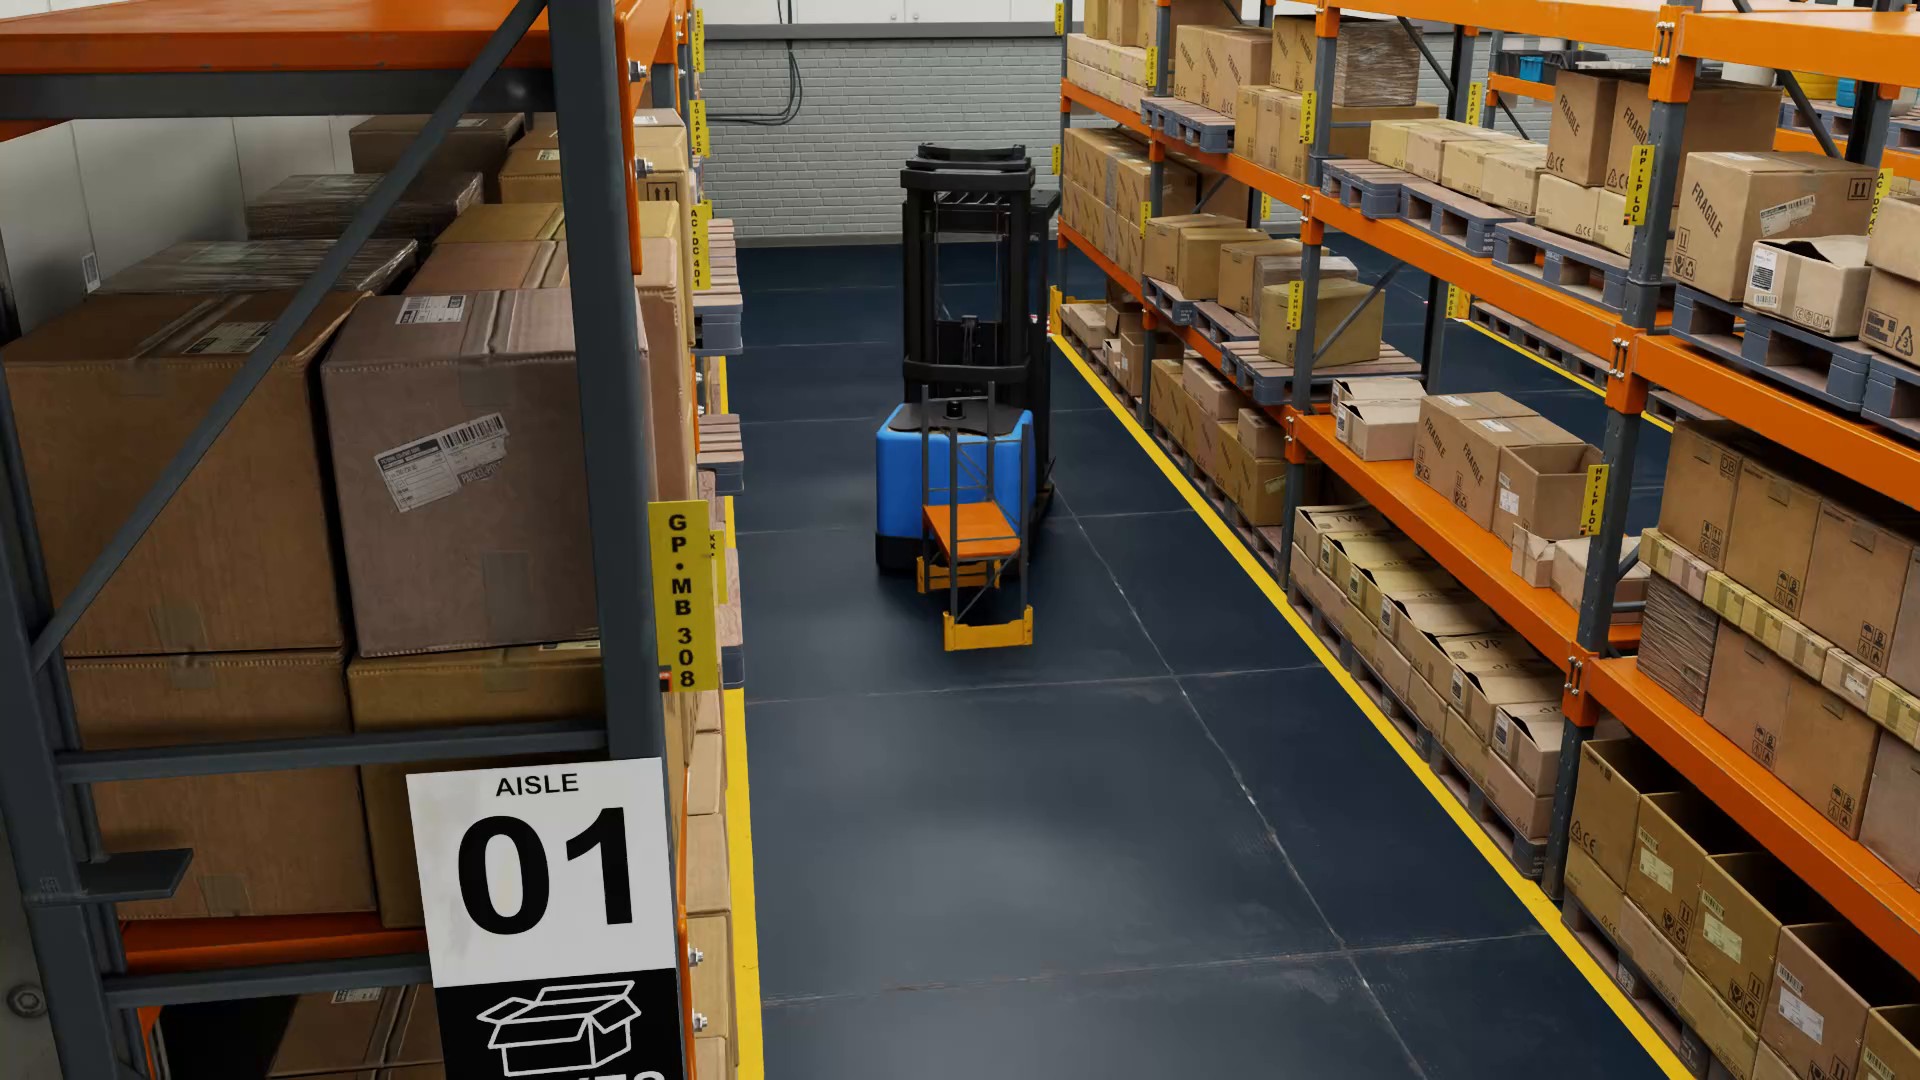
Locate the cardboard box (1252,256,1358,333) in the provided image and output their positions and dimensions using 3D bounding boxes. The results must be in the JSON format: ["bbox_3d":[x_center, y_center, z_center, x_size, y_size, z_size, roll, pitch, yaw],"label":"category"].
[{"bbox_3d":[2.624,-1.868,12.688,0.700,0.500,0.500,1,20,2],"label":"cardboard box"}]

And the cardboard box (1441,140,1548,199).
[{"bbox_3d":[3.055,-2.084,9.337,0.500,0.250,0.500,-3,21,-9],"label":"cardboard box"}]

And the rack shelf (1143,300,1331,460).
[{"bbox_3d":[2.480,-1.442,13.317,1.077,0.370,4.000,-3,21,-8],"label":"rack shelf"}]

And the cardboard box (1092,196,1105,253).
[{"bbox_3d":[1.638,-3.210,16.882,0.500,0.500,0.500,-3,21,-7],"label":"cardboard box"}]

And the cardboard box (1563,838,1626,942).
[{"bbox_3d":[3.112,1.566,7.566,0.500,0.250,0.500,-3,21,-8],"label":"cardboard box"}]

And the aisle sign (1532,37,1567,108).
[{"bbox_3d":[6.797,-5.362,19.070,0.394,0.787,0.004,-3,21,-8],"label":"aisle sign"}]

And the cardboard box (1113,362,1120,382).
[{"bbox_3d":[1.716,-1.651,16.296,0.380,0.149,0.250,-3,21,-8],"label":"cardboard box"}]

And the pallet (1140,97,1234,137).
[{"bbox_3d":[2.217,-3.559,13.939,1.213,0.211,1.003,-3,21,-8],"label":"pallet"}]

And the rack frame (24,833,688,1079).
[{"bbox_3d":[-0.979,1.935,3.249,1.000,3.000,0.127,-3,21,-8],"label":"rack frame"}]

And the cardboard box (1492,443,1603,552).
[{"bbox_3d":[3.175,-0.197,8.814,0.500,0.500,0.500,-1,21,-4],"label":"cardboard box"}]

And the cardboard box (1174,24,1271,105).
[{"bbox_3d":[2.192,-3.989,13.935,0.600,0.600,0.600,-5,21,-13],"label":"cardboard box"}]

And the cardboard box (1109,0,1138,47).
[{"bbox_3d":[1.852,-5.076,16.162,0.700,0.500,0.500,-3,21,-8],"label":"cardboard box"}]

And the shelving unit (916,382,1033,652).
[{"bbox_3d":[0.084,-0.182,11.060,0.587,1.500,1.083,-4,21,-10],"label":"shelving unit"}]

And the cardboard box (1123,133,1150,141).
[{"bbox_3d":[2.025,-4.056,17.717,0.500,0.500,0.500,-2,21,-6],"label":"cardboard box"}]

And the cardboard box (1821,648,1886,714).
[{"bbox_3d":[3.382,0.497,6.029,0.380,0.149,0.250,-4,21,-9],"label":"cardboard box"}]

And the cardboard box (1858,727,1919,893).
[{"bbox_3d":[3.641,0.939,5.773,0.700,0.500,0.500,-2,21,-6],"label":"cardboard box"}]

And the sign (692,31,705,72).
[{"bbox_3d":[-2.174,-4.045,13.785,0.100,0.325,0.005,-3,21,-8],"label":"sign"}]

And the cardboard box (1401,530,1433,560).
[{"bbox_3d":[3.169,0.091,10.713,0.500,0.311,0.500,-3,21,-9],"label":"cardboard box"}]

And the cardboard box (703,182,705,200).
[{"bbox_3d":[-3.202,-3.569,17.557,0.980,0.700,0.700,-2,21,-5],"label":"cardboard box"}]

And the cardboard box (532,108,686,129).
[{"bbox_3d":[-1.215,-1.220,5.808,0.500,0.500,0.500,-5,21,-12],"label":"cardboard box"}]

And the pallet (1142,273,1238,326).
[{"bbox_3d":[2.199,-2.099,14.323,1.003,0.211,1.213,-3,21,-8],"label":"pallet"}]

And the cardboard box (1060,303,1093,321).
[{"bbox_3d":[1.336,-2.564,18.740,0.380,0.149,0.250,-3,21,-8],"label":"cardboard box"}]

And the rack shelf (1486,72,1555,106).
[{"bbox_3d":[6.806,-4.480,17.166,1.077,0.370,4.000,-3,21,-8],"label":"rack shelf"}]

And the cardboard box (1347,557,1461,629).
[{"bbox_3d":[2.709,0.297,10.162,0.500,0.311,0.500,-3,21,-9],"label":"cardboard box"}]

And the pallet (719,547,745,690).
[{"bbox_3d":[-1.522,0.368,7.718,1.003,0.211,1.213,-3,21,-8],"label":"pallet"}]

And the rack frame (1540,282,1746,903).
[{"bbox_3d":[3.345,0.299,7.629,1.000,3.000,0.127,-3,21,-8],"label":"rack frame"}]

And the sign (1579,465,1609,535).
[{"bbox_3d":[2.810,-0.176,7.358,0.100,0.325,0.005,-3,21,-8],"label":"sign"}]

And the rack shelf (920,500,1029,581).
[{"bbox_3d":[0.085,-0.010,11.114,0.538,0.185,1.000,-4,21,-10],"label":"rack shelf"}]

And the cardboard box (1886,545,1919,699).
[{"bbox_3d":[3.633,0.319,5.578,0.700,0.500,0.500,-3,21,-8],"label":"cardboard box"}]

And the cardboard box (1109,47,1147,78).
[{"bbox_3d":[1.715,-4.541,15.801,0.500,0.250,0.500,-3,21,-8],"label":"cardboard box"}]

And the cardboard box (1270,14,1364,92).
[{"bbox_3d":[2.565,-3.511,11.971,0.500,0.500,0.500,-3,21,-8],"label":"cardboard box"}]

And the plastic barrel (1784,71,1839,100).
[{"bbox_3d":[7.427,-4.104,14.261,0.600,0.588,0.600,0,20,0],"label":"plastic barrel"}]

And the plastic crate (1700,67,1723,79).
[{"bbox_3d":[7.187,-4.507,16.397,0.497,0.269,0.590,-3,21,-8],"label":"plastic crate"}]

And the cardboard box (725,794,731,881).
[{"bbox_3d":[-1.036,1.106,5.654,0.500,0.250,0.500,-3,21,-8],"label":"cardboard box"}]

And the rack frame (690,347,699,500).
[{"bbox_3d":[-1.556,0.550,6.957,1.000,3.000,0.127,-3,21,-8],"label":"rack frame"}]

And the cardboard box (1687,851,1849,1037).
[{"bbox_3d":[3.247,1.561,6.506,0.500,0.500,0.500,-3,21,-8],"label":"cardboard box"}]

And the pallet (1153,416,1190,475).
[{"bbox_3d":[2.347,-0.885,14.784,1.003,0.211,1.213,-3,21,-8],"label":"pallet"}]

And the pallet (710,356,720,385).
[{"bbox_3d":[-2.921,-1.604,16.710,1.003,0.211,1.213,-3,21,-8],"label":"pallet"}]

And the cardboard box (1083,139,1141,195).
[{"bbox_3d":[1.569,-3.850,17.166,0.500,0.500,0.500,-3,21,-7],"label":"cardboard box"}]

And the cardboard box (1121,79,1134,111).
[{"bbox_3d":[1.797,-4.135,15.426,0.500,0.250,0.500,-3,21,-8],"label":"cardboard box"}]

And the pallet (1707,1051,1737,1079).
[{"bbox_3d":[3.598,2.306,6.241,1.003,0.211,1.213,-3,21,-8],"label":"pallet"}]

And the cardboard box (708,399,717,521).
[{"bbox_3d":[-2.229,-0.590,12.480,0.750,0.750,0.750,-3,21,-8],"label":"cardboard box"}]

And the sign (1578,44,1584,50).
[{"bbox_3d":[7.060,-5.494,19.001,0.100,0.325,0.005,-3,21,-8],"label":"sign"}]

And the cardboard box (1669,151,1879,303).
[{"bbox_3d":[3.157,-1.228,6.486,0.500,0.500,0.500,-1,21,-3],"label":"cardboard box"}]

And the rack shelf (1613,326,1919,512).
[{"bbox_3d":[3.634,-0.077,5.376,1.077,0.370,4.000,-3,21,-8],"label":"rack shelf"}]

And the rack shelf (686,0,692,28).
[{"bbox_3d":[-2.421,-3.813,11.665,1.077,0.370,4.000,-3,21,-8],"label":"rack shelf"}]

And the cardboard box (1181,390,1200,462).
[{"bbox_3d":[2.173,-0.969,13.967,0.500,0.500,0.500,-3,21,-7],"label":"cardboard box"}]

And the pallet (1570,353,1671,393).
[{"bbox_3d":[6.950,-1.666,16.875,1.003,0.211,1.213,-3,21,-8],"label":"pallet"}]

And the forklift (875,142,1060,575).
[{"bbox_3d":[0.160,-1.603,12.818,1.130,2.935,3.031,4,21,10],"label":"forklift"}]

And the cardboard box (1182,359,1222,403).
[{"bbox_3d":[2.165,-1.331,13.866,0.500,0.250,0.500,-3,21,-8],"label":"cardboard box"}]

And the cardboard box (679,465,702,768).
[{"bbox_3d":[-0.822,0.157,3.549,0.500,0.500,0.500,-2,21,-4],"label":"cardboard box"}]

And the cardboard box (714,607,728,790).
[{"bbox_3d":[-1.104,0.580,5.990,0.500,0.500,0.500,-3,21,-8],"label":"cardboard box"}]

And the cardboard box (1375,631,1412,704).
[{"bbox_3d":[2.781,0.733,9.797,0.500,0.250,0.500,-2,21,-7],"label":"cardboard box"}]

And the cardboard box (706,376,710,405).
[{"bbox_3d":[-1.933,-1.036,11.534,0.380,0.149,0.250,-2,21,-6],"label":"cardboard box"}]

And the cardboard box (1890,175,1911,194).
[{"bbox_3d":[11.221,-4.244,19.580,0.500,0.250,0.500,-3,21,-9],"label":"cardboard box"}]
